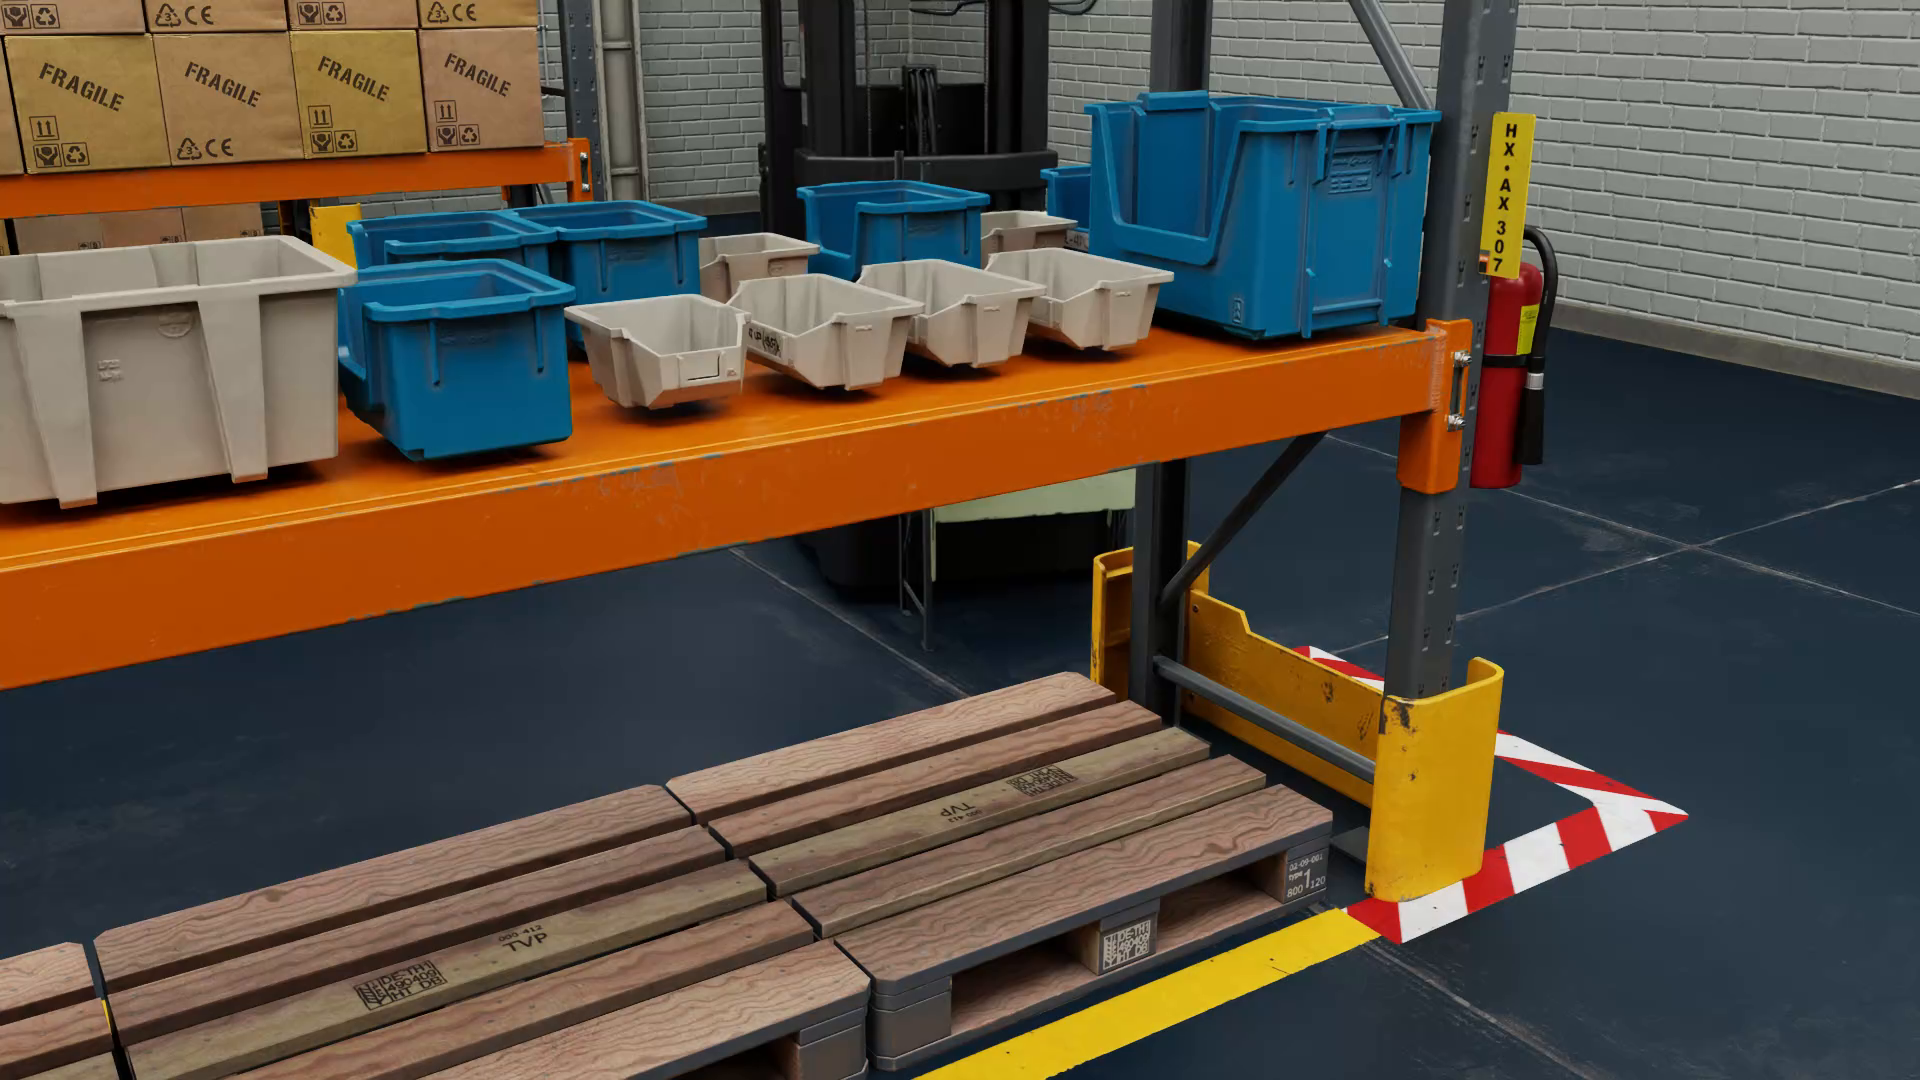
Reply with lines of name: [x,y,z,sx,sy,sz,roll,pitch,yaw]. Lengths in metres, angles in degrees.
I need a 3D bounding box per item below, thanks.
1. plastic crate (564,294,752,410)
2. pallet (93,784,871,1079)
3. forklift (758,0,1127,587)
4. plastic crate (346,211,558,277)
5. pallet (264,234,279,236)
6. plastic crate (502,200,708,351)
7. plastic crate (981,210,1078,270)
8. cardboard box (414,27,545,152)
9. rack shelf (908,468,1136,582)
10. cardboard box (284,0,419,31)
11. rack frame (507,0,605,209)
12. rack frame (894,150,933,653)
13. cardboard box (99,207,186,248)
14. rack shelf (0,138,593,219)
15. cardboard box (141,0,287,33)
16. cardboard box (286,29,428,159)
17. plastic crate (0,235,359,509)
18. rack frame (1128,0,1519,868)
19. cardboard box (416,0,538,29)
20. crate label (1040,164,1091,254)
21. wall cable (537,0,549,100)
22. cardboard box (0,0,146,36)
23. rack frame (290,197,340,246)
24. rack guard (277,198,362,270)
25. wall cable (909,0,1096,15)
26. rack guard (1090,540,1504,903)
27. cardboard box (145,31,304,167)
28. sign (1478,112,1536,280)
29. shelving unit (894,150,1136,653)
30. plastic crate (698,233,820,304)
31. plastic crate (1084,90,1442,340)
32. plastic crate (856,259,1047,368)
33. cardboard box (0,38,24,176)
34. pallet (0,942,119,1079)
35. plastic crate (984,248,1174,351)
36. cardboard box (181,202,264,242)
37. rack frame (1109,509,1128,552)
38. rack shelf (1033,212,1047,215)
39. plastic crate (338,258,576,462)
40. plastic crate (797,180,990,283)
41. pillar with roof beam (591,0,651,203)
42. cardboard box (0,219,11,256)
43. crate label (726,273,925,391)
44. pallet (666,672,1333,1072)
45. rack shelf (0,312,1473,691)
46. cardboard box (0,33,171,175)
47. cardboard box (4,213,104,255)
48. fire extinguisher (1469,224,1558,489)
plastic crate: [-0.498,-0.315,2.812,0.250,0.136,0.298,-12,22,-31]
pallet: [-0.938,0.906,3.236,1.213,0.211,1.003,-12,22,-31]
forklift: [-0.259,-1.667,6.598,1.130,2.935,3.031,-4,19,-13]
plastic crate: [-0.948,-0.473,3.127,0.300,0.233,0.416,-12,22,-31]
pallet: [-5.284,-1.931,11.626,1.213,0.211,1.003,-12,22,-31]
plastic crate: [-0.697,-0.525,3.283,0.300,0.233,0.416,-12,22,-31]
plastic crate: [0.089,-0.677,3.883,0.298,0.136,0.250,-12,22,-31]
cardboard box: [-2.156,-1.985,7.276,0.500,0.500,0.500,-11,22,-30]
rack shelf: [0.213,-0.138,5.330,0.720,0.370,0.431,-5,19,-13]
cardboard box: [-2.573,-2.369,6.851,0.500,0.500,0.500,-11,22,-30]
rack frame: [-1.931,-2.089,7.741,0.127,3.000,1.000,-12,22,-31]
rack frame: [-0.142,-0.419,5.142,0.023,1.500,0.400,-5,19,-13]
cardboard box: [-5.606,-2.190,11.287,0.500,0.500,0.700,-12,22,-32]
rack shelf: [-3.602,-1.396,6.814,4.000,0.370,1.077,-12,22,-31]
cardboard box: [-3.004,-2.277,6.578,0.500,0.500,0.500,-11,22,-30]
cardboard box: [-2.587,-1.893,7.003,0.500,0.500,0.500,-12,22,-31]
plastic crate: [-1.174,-0.251,2.395,0.530,0.282,0.437,-12,22,-31]
rack frame: [0.790,-0.764,3.820,0.127,3.000,1.000,-12,22,-31]
cardboard box: [-2.152,-2.458,7.115,0.500,0.500,0.500,-12,22,-32]
crate label: [0.403,-0.757,3.969,0.303,0.233,0.416,-12,22,-31]
wall cable: [-4.110,-4.373,12.911,1.851,1.984,0.084,-12,22,-31]
cardboard box: [-3.433,-2.186,6.310,0.500,0.500,0.500,-11,22,-30]
rack frame: [-4.659,-3.414,11.658,0.127,3.000,1.000,-12,22,-31]
rack guard: [-4.639,-2.234,12.071,0.348,0.500,1.175,-12,22,-31]
wall cable: [0.261,-5.685,13.859,0.112,2.526,3.097,-12,22,-31]
rack guard: [0.803,0.413,4.243,0.348,0.500,1.175,-12,22,-31]
cardboard box: [-3.007,-1.806,6.748,0.500,0.500,0.500,-12,22,-31]
sign: [1.106,-0.697,3.367,0.005,0.325,0.100,-12,22,-31]
shelving unit: [0.213,-0.447,5.226,0.755,1.500,0.431,-5,19,-13]
plastic crate: [-0.477,-0.558,3.529,0.298,0.136,0.250,-12,22,-31]
plastic crate: [0.613,-0.700,3.482,0.499,0.435,0.616,-12,22,-31]
plastic crate: [-0.042,-0.428,3.145,0.243,0.136,0.396,-12,22,-31]
cardboard box: [-3.851,-1.627,6.219,0.500,0.500,0.500,-12,22,-32]
pallet: [-1.958,1.122,2.596,1.213,0.211,1.003,-12,22,-31]
plastic crate: [0.208,-0.475,3.284,0.243,0.136,0.396,-12,22,-31]
cardboard box: [-5.188,-2.278,11.548,0.500,0.500,0.700,-12,22,-31]
rack frame: [0.568,-0.475,5.309,0.023,1.500,0.400,-5,19,-13]
rack shelf: [0.213,-0.817,5.101,0.720,0.370,0.431,-5,19,-13]
plastic crate: [-0.784,-0.282,2.564,0.300,0.233,0.416,-12,22,-31]
plastic crate: [-0.147,-0.641,3.626,0.300,0.233,0.416,-12,22,-31]
pillar with roof beam: [-0.512,-5.811,9.383,0.400,9.000,9.100,-12,22,-31]
cardboard box: [-6.467,-2.005,10.741,0.500,0.500,0.700,-11,22,-30]
crate label: [-0.261,-0.372,2.980,0.243,0.136,0.396,-12,22,-31]
pallet: [0.080,0.692,3.868,1.213,0.211,1.003,-12,22,-31]
rack shelf: [-0.880,-0.071,2.893,4.000,0.370,1.077,-12,22,-31]
cardboard box: [-3.428,-1.717,6.485,0.500,0.500,0.500,-12,22,-32]
cardboard box: [-6.026,-2.101,11.024,0.500,0.500,0.700,-13,22,-33]
fire extinguisher: [1.166,-0.455,3.611,0.183,0.674,0.296,-12,22,-31]
